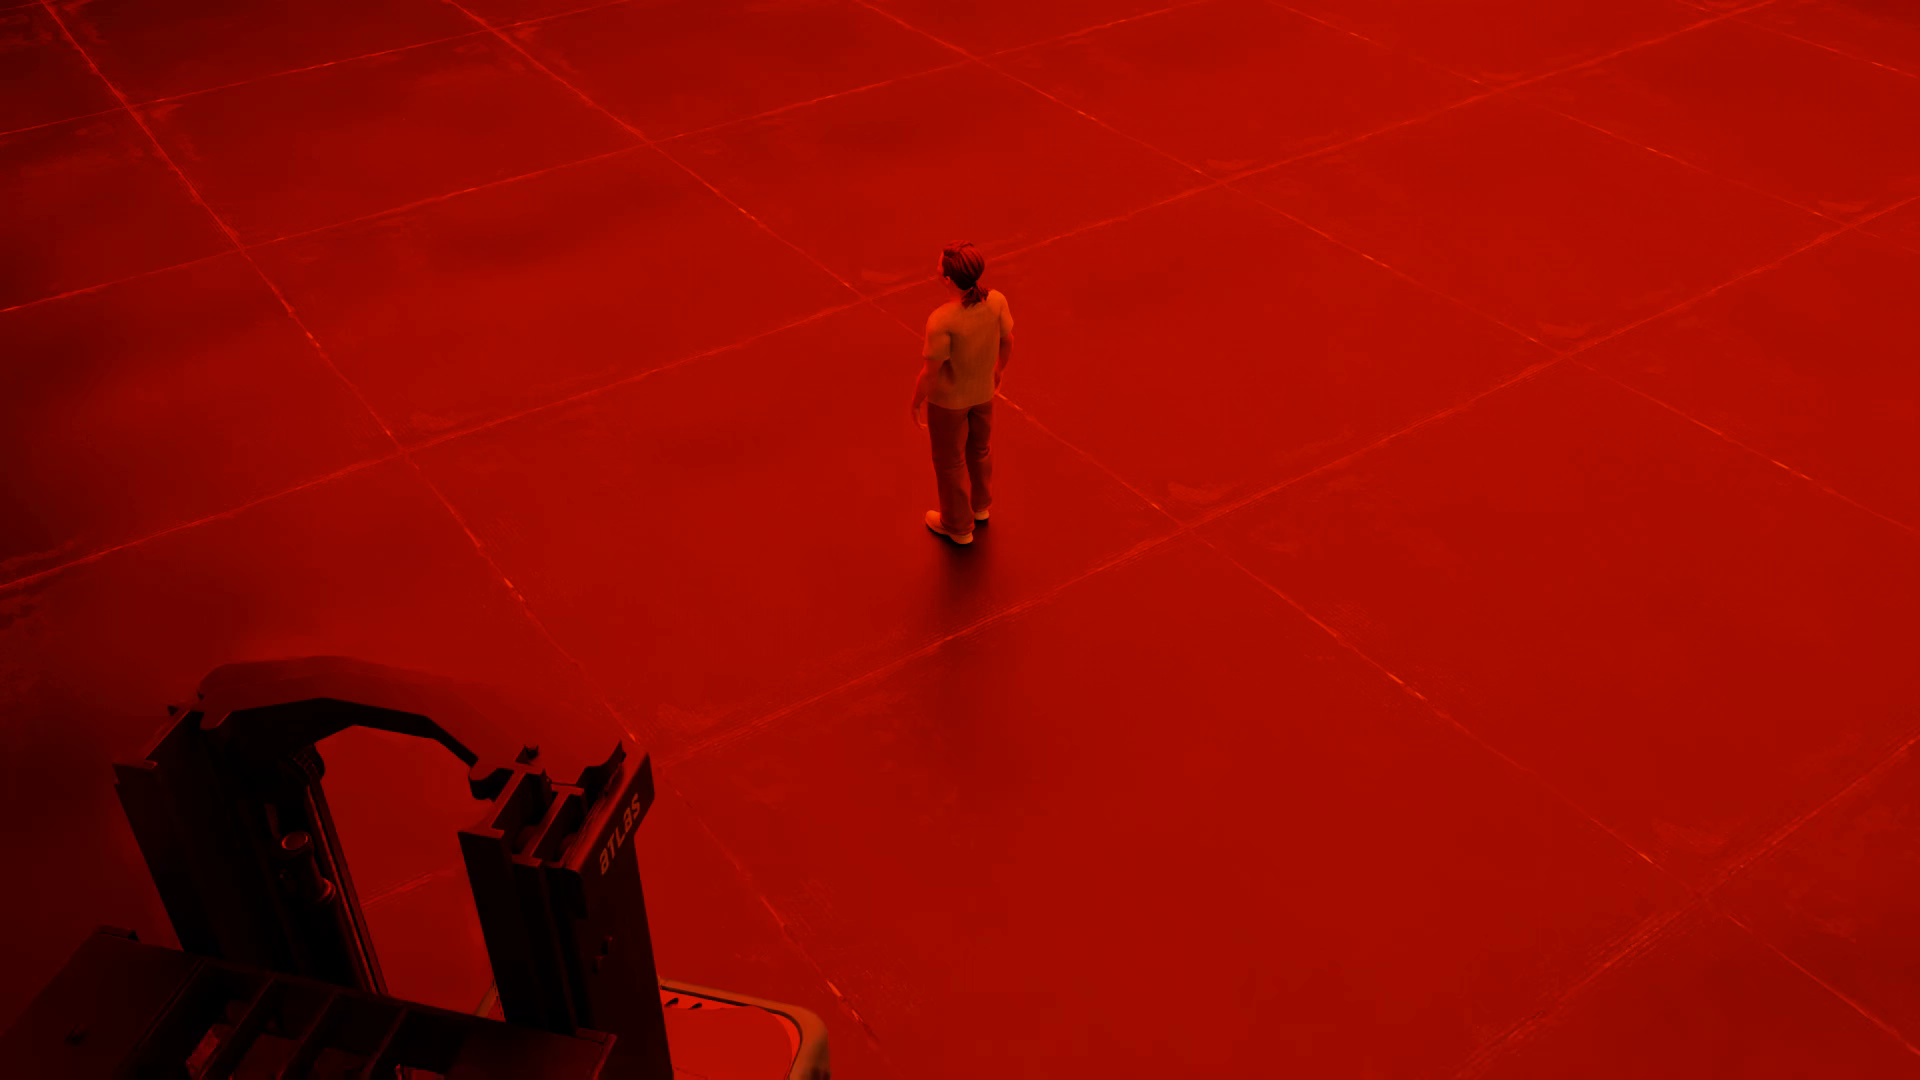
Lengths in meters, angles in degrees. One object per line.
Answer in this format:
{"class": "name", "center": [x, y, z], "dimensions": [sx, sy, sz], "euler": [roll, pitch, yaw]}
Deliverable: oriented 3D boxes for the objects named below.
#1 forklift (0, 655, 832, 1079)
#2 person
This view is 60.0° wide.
{"class": "forklift", "center": [-1.219, 1.820, 3.483], "dimensions": [1.130, 2.935, 3.031], "euler": [9, 37, 11]}
{"class": "person", "center": [-0.034, -0.719, 7.961], "dimensions": [0.555, 1.675, 0.549], "euler": [-23, 42, -28]}
